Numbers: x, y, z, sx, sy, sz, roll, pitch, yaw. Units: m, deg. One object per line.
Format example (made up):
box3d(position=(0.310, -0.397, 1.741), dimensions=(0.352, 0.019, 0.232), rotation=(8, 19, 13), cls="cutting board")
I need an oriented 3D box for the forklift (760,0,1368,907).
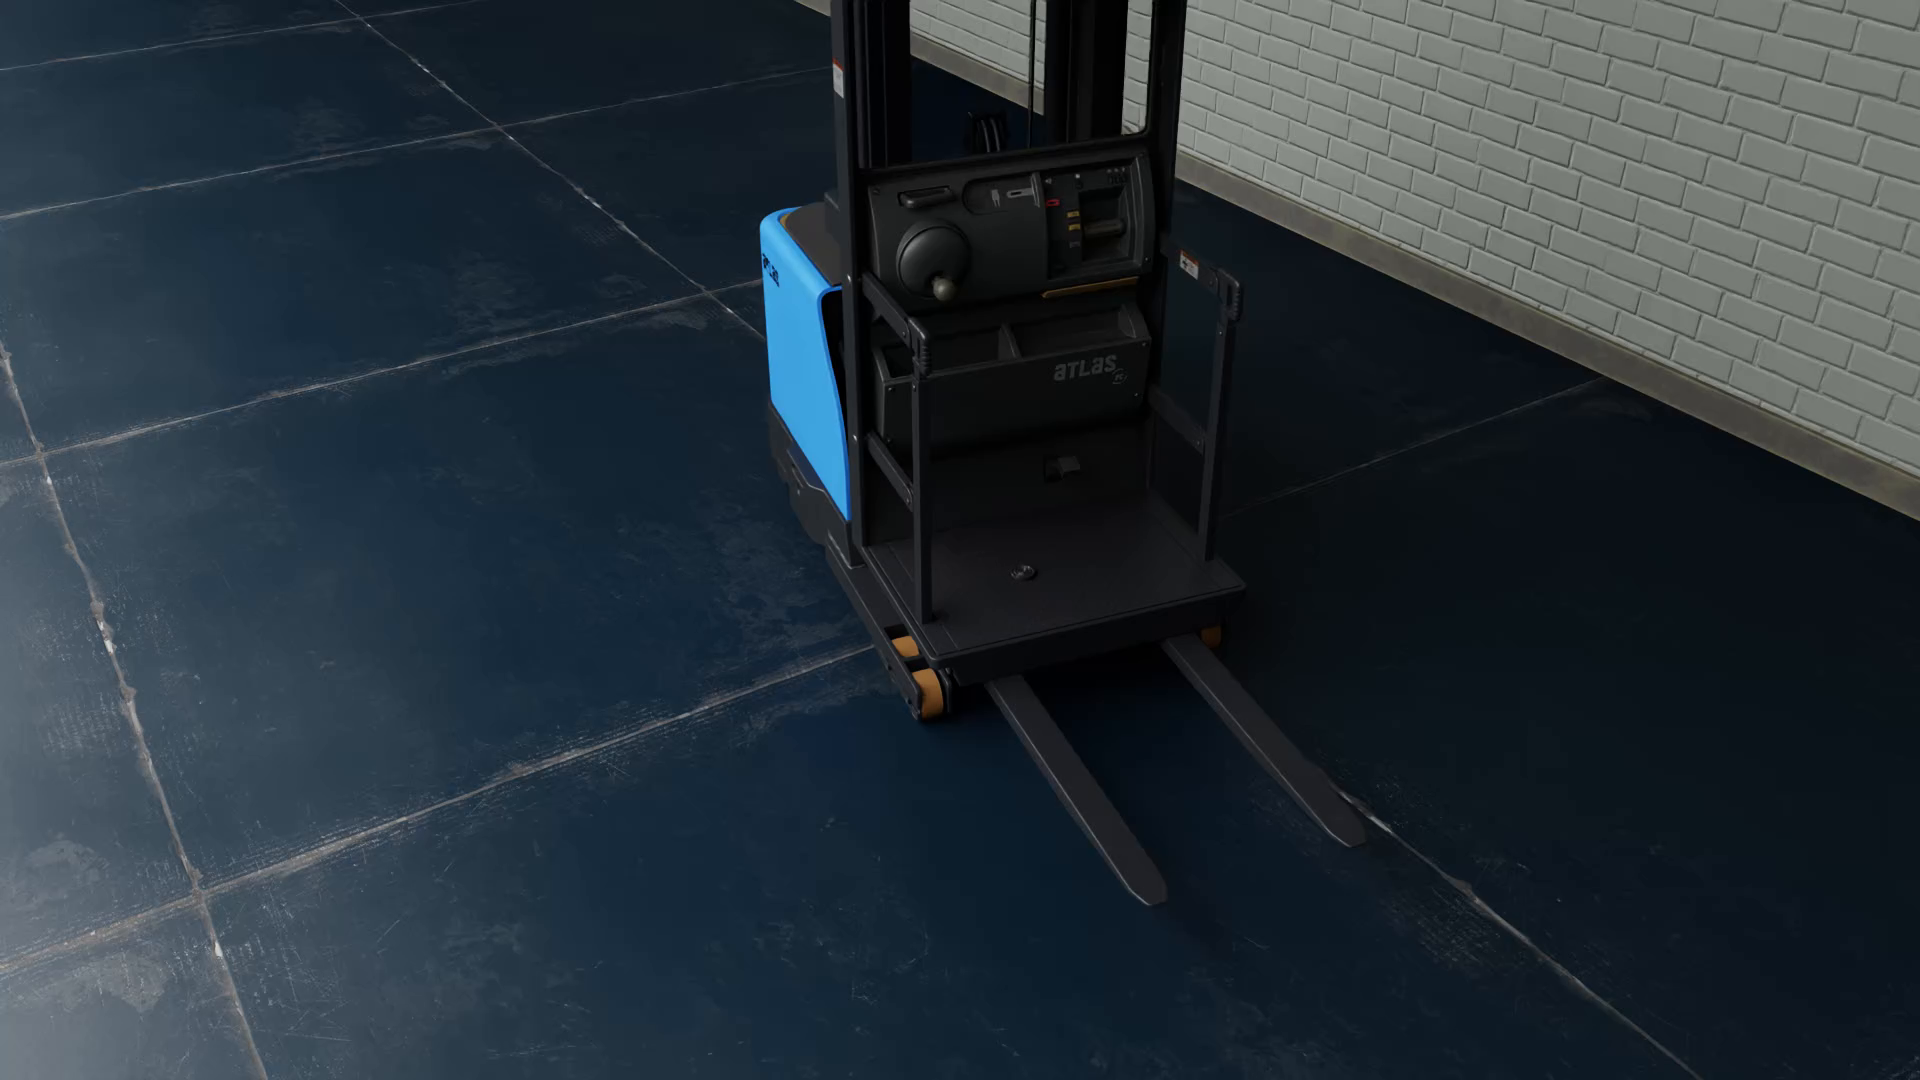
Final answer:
box3d(position=(0.250, -0.915, 4.954), dimensions=(1.130, 2.935, 3.031), rotation=(-12, 34, -18), cls="forklift")
